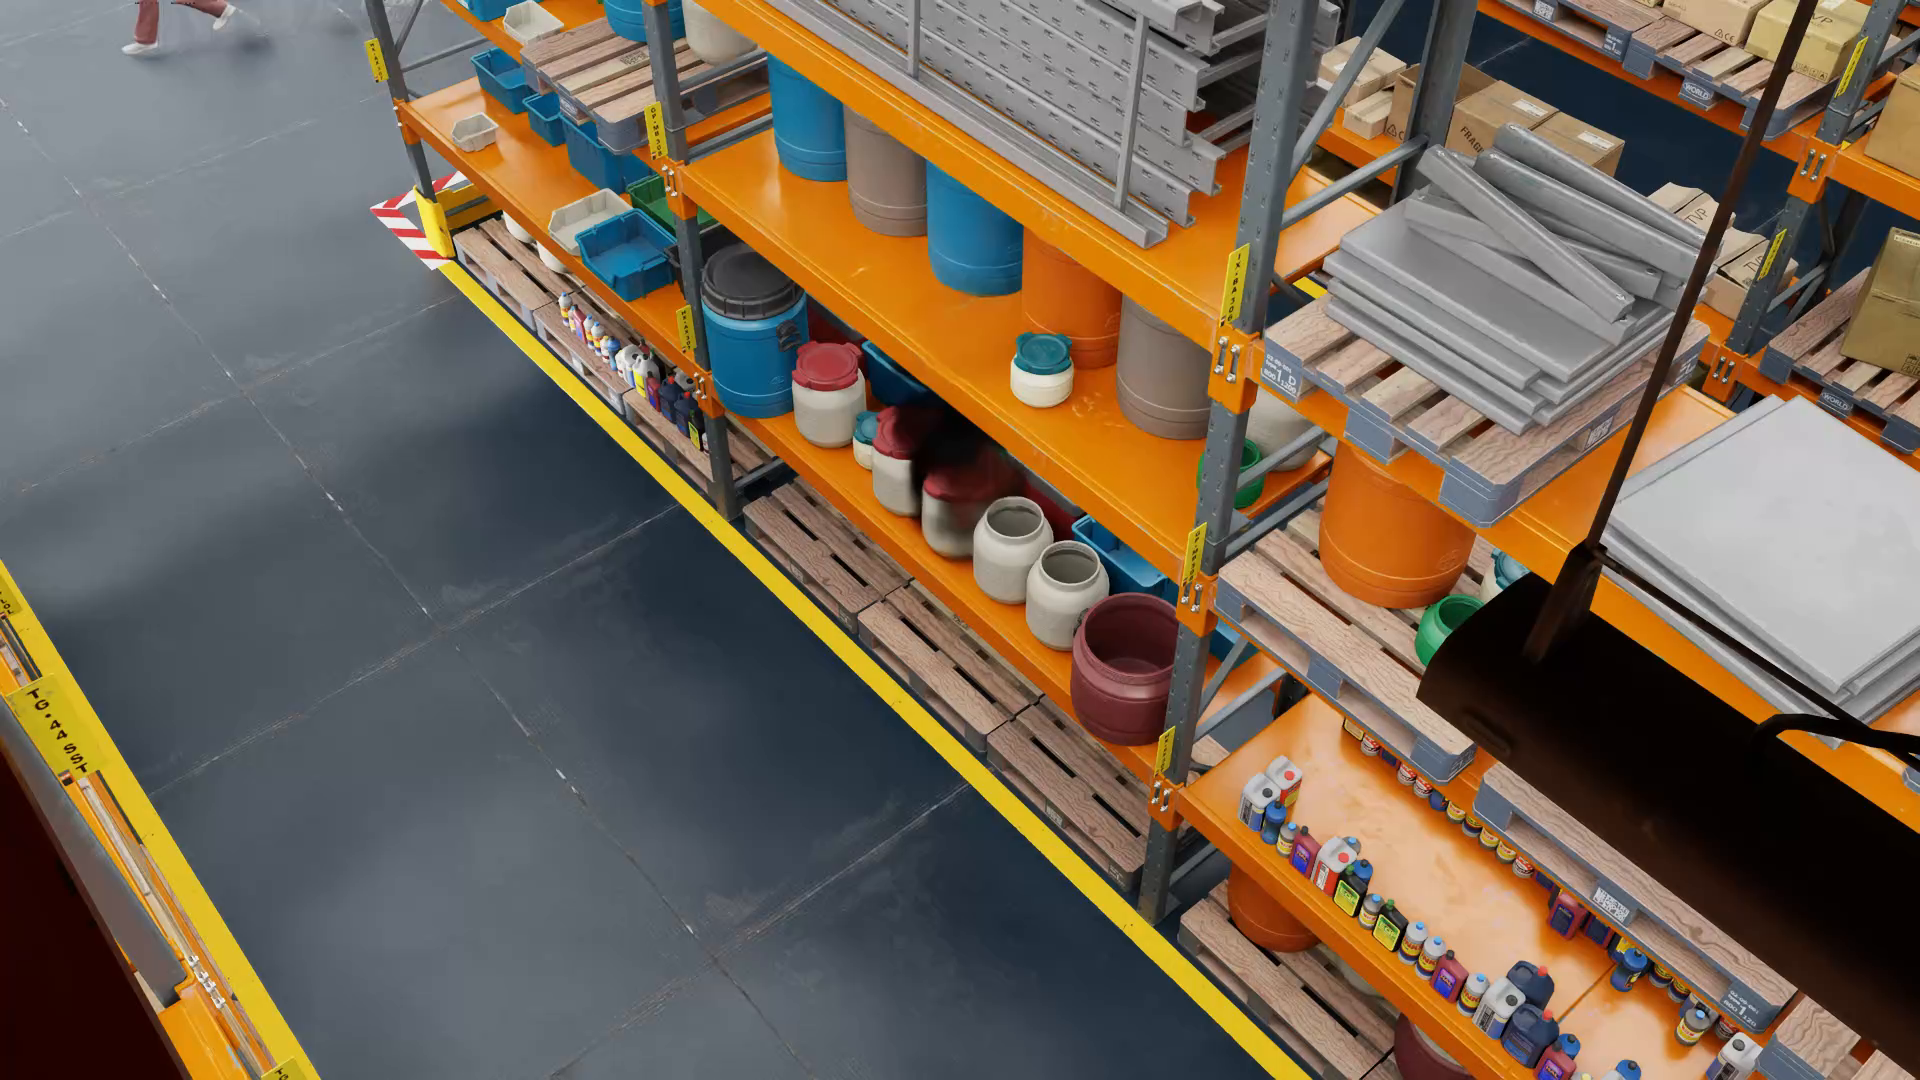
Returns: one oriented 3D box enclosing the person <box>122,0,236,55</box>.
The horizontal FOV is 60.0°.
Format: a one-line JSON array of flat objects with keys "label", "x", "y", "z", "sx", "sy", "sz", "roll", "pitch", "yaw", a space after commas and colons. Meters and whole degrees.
[{"label": "person", "x": -7.114, "y": -5.114, "z": 14.660, "sx": 1.053, "sy": 1.626, "sz": 0.588, "roll": -10, "pitch": 47, "yaw": -9}]
